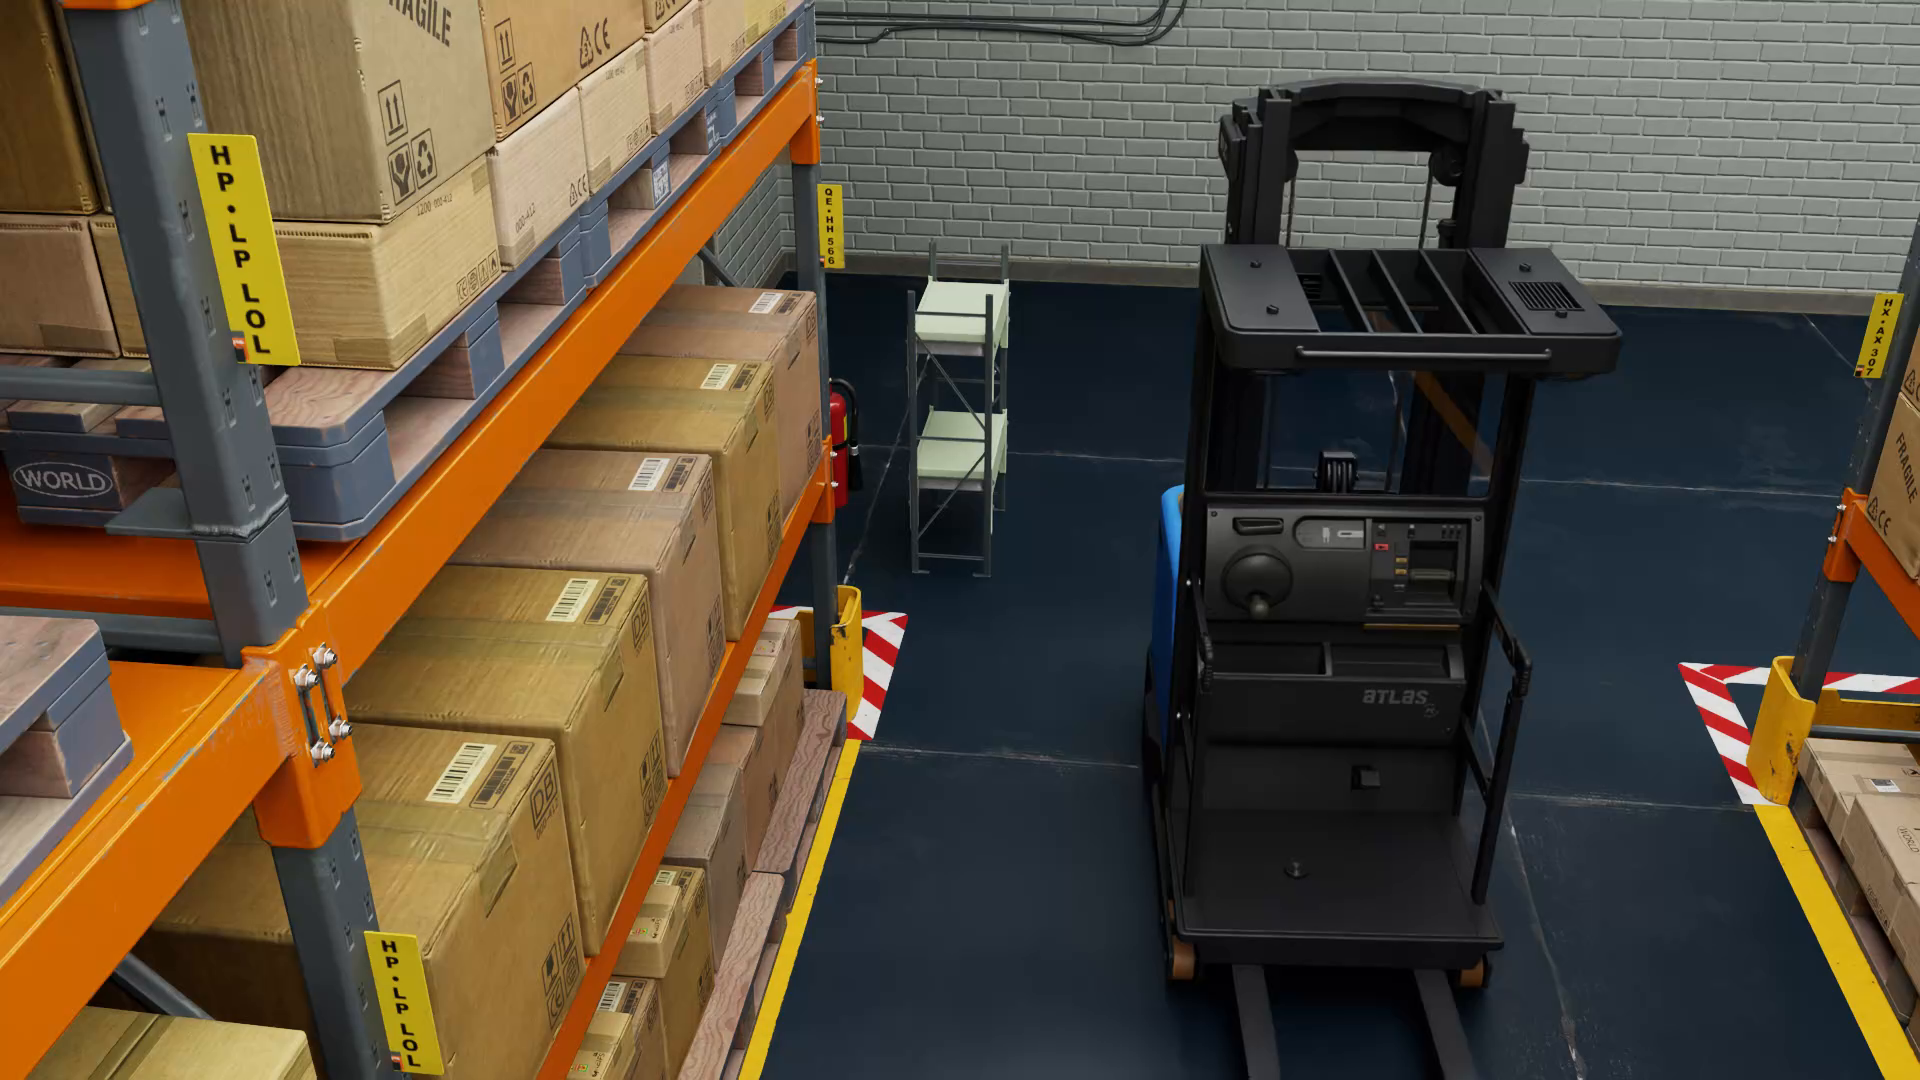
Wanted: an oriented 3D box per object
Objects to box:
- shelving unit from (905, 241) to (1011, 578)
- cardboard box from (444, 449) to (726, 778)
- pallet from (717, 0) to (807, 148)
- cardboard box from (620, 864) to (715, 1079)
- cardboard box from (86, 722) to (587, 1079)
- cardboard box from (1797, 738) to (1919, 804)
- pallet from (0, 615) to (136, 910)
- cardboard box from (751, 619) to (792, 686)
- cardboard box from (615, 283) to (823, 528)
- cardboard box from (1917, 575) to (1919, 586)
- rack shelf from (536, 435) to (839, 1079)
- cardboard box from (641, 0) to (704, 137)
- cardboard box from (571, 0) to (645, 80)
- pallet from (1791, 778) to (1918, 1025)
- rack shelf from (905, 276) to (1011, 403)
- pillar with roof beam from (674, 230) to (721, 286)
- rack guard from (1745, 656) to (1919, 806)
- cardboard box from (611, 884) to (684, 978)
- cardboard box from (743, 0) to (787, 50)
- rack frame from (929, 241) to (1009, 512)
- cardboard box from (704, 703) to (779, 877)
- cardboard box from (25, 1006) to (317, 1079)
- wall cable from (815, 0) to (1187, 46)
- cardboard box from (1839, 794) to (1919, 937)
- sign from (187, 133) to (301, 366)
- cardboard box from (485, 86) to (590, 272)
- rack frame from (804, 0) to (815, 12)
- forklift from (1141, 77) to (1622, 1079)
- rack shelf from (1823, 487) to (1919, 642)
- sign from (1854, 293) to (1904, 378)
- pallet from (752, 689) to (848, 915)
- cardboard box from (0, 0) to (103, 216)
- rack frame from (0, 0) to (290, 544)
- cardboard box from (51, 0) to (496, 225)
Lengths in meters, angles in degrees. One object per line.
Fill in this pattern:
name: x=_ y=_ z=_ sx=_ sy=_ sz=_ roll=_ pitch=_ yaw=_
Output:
shelving unit: x=-0.001 y=-0.657 z=8.388 sx=0.431 sy=1.500 sz=0.755 roll=3 pitch=28 yaw=6
cardboard box: x=-1.264 y=0.194 z=4.911 sx=0.980 sy=0.700 sz=0.700 roll=2 pitch=28 yaw=4
pallet: x=-1.111 y=-1.548 z=5.391 sx=1.003 sy=0.211 sz=1.213 roll=3 pitch=28 yaw=6
cardboard box: x=-1.198 y=1.359 z=5.258 sx=0.700 sy=0.500 sz=0.500 roll=4 pitch=29 yaw=7
cardboard box: x=-1.438 y=0.880 z=3.637 sx=0.980 sy=0.700 sz=0.700 roll=4 pitch=29 yaw=7
cardboard box: x=3.494 y=0.909 z=6.443 sx=0.380 sy=0.149 sz=0.250 roll=3 pitch=28 yaw=6
pallet: x=-1.584 y=0.465 z=1.763 sx=0.805 sy=0.209 sz=1.217 roll=2 pitch=28 yaw=4
cardboard box: x=-0.852 y=0.420 z=6.316 sx=0.380 sy=0.149 sz=0.250 roll=3 pitch=28 yaw=6
cardboard box: x=-1.083 y=-0.507 z=6.213 sx=0.980 sy=0.700 sz=0.700 roll=5 pitch=29 yaw=9
cardboard box: x=3.512 y=0.063 z=5.365 sx=0.500 sy=0.500 sz=0.500 roll=3 pitch=28 yaw=6
rack shelf: x=-1.276 y=0.642 z=5.154 sx=1.077 sy=0.370 sz=4.000 roll=3 pitch=28 yaw=6
cardboard box: x=-0.979 y=-1.249 z=4.353 sx=0.500 sy=0.250 sz=0.500 roll=3 pitch=28 yaw=5
cardboard box: x=-1.043 y=-1.341 z=3.733 sx=0.500 sy=0.500 sz=0.500 roll=4 pitch=29 yaw=7
pallet: x=3.780 y=1.309 z=6.098 sx=1.003 sy=0.211 sz=1.213 roll=3 pitch=28 yaw=6
rack shelf: x=-0.001 y=-1.001 z=8.203 sx=0.431 sy=0.370 sz=0.720 roll=3 pitch=28 yaw=6
pillar with roof beam: x=2.714 y=-4.328 z=7.296 sx=9.100 sy=9.000 sz=0.400 roll=3 pitch=28 yaw=6
rack guard: x=3.877 y=0.806 z=6.726 sx=1.175 sy=0.500 sz=0.348 roll=3 pitch=28 yaw=6
cardboard box: x=-1.041 y=1.154 z=4.953 sx=0.380 sy=0.149 sz=0.250 roll=3 pitch=28 yaw=5
cardboard box: x=-0.857 y=-1.739 z=5.263 sx=0.500 sy=0.250 sz=0.500 roll=4 pitch=29 yaw=8
rack frame: x=0.044 y=-0.829 z=8.708 sx=0.400 sy=1.500 sz=0.023 roll=3 pitch=28 yaw=6
cardboard box: x=-1.079 y=0.870 z=6.165 sx=0.700 sy=0.500 sz=0.500 roll=3 pitch=28 yaw=6
cardboard box: x=-1.324 y=0.988 z=2.523 sx=0.500 sy=0.250 sz=0.500 roll=4 pitch=29 yaw=7
wall cable: x=0.017 y=-4.532 z=10.948 sx=3.097 sy=2.526 sz=0.112 roll=3 pitch=28 yaw=6
cardboard box: x=3.477 y=1.162 z=5.866 sx=0.500 sy=0.250 sz=0.500 roll=3 pitch=28 yaw=6
sign: x=-0.981 y=-0.393 z=2.277 sx=0.100 sy=0.325 sz=0.005 roll=3 pitch=28 yaw=6
cardboard box: x=-1.098 y=-0.766 z=3.456 sx=0.500 sy=0.250 sz=0.500 roll=3 pitch=28 yaw=5
rack frame: x=-1.031 y=-3.257 z=5.308 sx=1.000 sy=3.000 sz=0.127 roll=3 pitch=28 yaw=6
forklift: x=1.289 y=0.125 z=5.429 sx=1.130 sy=2.935 sz=3.031 roll=1 pitch=28 yaw=2
rack shelf: x=3.641 y=0.928 z=4.623 sx=1.077 sy=0.370 sz=4.000 roll=3 pitch=28 yaw=6
sign: x=3.347 y=-0.742 z=6.053 sx=0.100 sy=0.325 sz=0.005 roll=3 pitch=28 yaw=6
pallet: x=-1.051 y=0.993 z=6.685 sx=1.003 sy=0.211 sz=1.213 roll=3 pitch=28 yaw=6
cardboard box: x=-1.667 y=-0.889 z=2.894 sx=0.500 sy=0.500 sz=0.500 roll=3 pitch=28 yaw=6
rack frame: x=-1.521 y=-1.374 z=1.813 sx=1.000 sy=3.000 sz=0.127 roll=3 pitch=28 yaw=6
cardboard box: x=-1.155 y=-0.866 z=2.852 sx=0.500 sy=0.500 sz=0.500 roll=3 pitch=28 yaw=6
